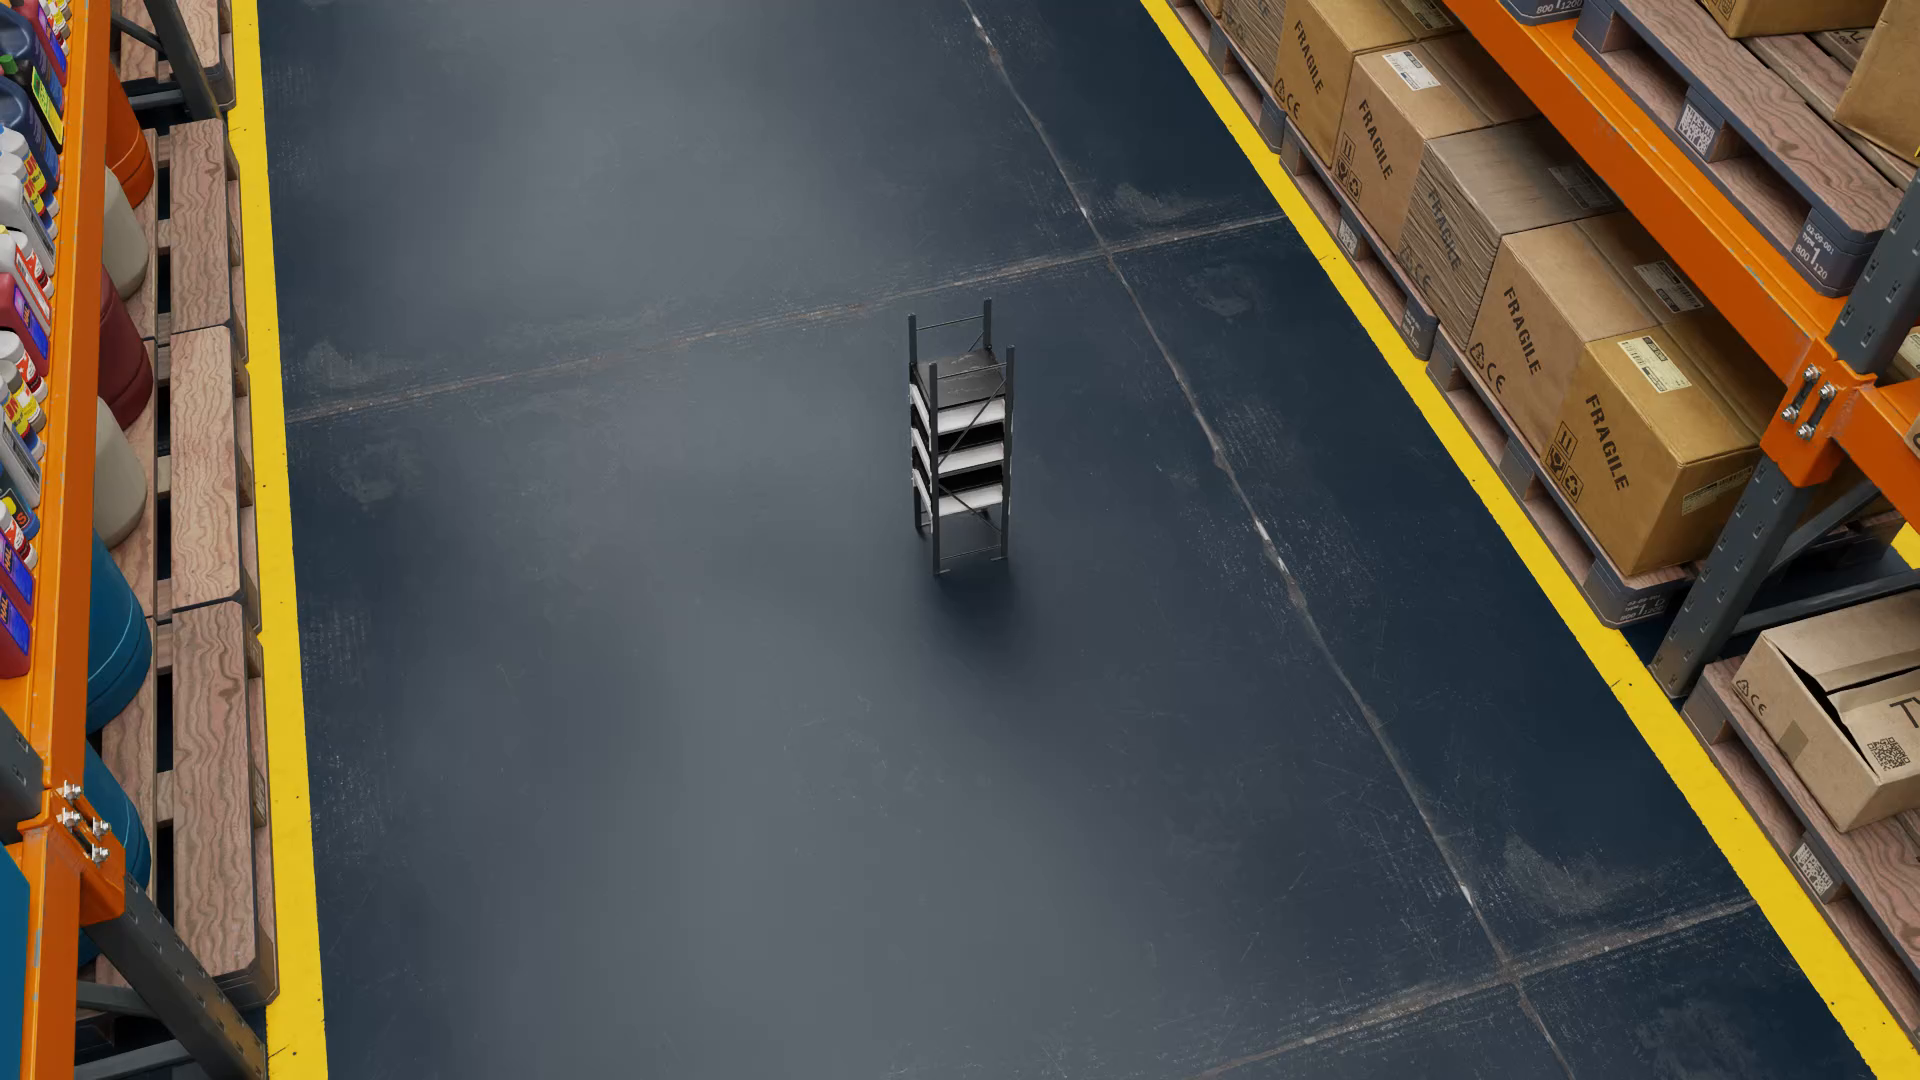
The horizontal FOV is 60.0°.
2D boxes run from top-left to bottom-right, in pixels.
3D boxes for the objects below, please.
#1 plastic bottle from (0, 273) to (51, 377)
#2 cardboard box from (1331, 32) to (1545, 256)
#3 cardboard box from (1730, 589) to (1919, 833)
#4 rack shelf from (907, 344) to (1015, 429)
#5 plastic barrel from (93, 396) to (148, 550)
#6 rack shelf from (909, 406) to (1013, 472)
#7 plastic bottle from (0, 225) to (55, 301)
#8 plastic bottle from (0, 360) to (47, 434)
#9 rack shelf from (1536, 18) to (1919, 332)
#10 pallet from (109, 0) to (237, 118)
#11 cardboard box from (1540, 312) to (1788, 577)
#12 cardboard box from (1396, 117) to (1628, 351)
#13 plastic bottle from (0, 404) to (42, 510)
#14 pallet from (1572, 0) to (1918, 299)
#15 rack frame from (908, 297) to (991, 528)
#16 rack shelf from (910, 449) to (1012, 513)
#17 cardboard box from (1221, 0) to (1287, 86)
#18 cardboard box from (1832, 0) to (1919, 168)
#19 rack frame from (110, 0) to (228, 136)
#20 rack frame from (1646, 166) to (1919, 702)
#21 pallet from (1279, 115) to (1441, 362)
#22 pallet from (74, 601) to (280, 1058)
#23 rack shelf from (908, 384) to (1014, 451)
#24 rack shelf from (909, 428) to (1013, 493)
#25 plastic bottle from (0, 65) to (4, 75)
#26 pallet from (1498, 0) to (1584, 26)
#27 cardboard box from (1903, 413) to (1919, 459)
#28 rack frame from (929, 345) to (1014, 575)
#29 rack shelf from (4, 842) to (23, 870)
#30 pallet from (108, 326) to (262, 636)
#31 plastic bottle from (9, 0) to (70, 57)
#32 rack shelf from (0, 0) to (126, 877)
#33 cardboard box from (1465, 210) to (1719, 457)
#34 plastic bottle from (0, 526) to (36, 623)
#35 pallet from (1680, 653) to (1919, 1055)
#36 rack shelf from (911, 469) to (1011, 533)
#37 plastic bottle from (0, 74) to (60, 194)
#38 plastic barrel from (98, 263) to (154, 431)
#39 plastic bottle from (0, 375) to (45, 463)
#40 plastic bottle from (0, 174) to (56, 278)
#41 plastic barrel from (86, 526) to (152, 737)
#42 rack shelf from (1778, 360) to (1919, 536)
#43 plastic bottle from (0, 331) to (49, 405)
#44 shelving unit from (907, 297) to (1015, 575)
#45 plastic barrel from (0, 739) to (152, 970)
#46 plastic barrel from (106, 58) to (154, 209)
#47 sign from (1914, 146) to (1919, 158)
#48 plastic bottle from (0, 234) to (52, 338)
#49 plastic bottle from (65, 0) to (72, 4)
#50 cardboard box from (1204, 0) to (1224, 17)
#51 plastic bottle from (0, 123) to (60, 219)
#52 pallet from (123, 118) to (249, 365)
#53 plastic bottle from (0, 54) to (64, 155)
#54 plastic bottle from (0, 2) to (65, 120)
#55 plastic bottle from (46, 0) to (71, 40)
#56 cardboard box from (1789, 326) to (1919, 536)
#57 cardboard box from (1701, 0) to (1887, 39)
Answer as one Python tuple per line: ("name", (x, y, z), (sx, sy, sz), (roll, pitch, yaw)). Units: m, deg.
("plastic bottle", (-2.166, -0.512, 3.796), (0.061, 0.283, 0.133), (-13, 51, -11))
("cardboard box", (1.672, -1.385, 5.803), (0.500, 0.500, 0.500), (-15, 51, -12))
("cardboard box", (2.448, 0.427, 4.399), (0.500, 0.311, 0.500), (-13, 51, -11))
("rack shelf", (0.002, -0.437, 4.720), (0.258, 0.077, 0.200), (-13, 51, -11))
("plastic barrel", (-2.638, -0.221, 4.827), (0.421, 0.512, 0.421), (0, 50, 0))
("rack shelf", (0.002, -0.321, 4.858), (0.258, 0.077, 0.200), (-13, 51, -11))
("plastic bottle", (-2.258, -0.664, 3.977), (0.097, 0.201, 0.097), (0, 50, 0))
("plastic bottle", (-2.121, -0.326, 3.693), (0.097, 0.201, 0.097), (0, 50, 0))
("rack shelf", (1.939, -1.945, 5.271), (0.919, 0.124, 3.809), (-13, 51, -11))
("pallet", (-3.578, -2.134, 6.911), (1.003, 0.211, 1.213), (-13, 51, -11))
("cardboard box", (2.111, -0.285, 4.876), (0.500, 0.500, 0.500), (-14, 51, -11))
("cardboard box", (1.824, -1.015, 5.491), (0.500, 0.500, 0.500), (-13, 51, -11))
("plastic bottle", (-2.084, -0.188, 3.528), (0.152, 0.276, 0.135), (-13, 51, -11))
("pallet", (2.398, -1.200, 4.425), (1.003, 0.211, 1.213), (-13, 51, -11))
("rack frame", (-0.028, -0.358, 4.964), (0.240, 0.900, 0.006), (-13, 51, -11))
("rack shelf", (0.002, -0.205, 4.995), (0.258, 0.077, 0.200), (-13, 51, -11))
("cardboard box", (1.369, -2.133, 6.433), (0.500, 0.500, 0.500), (-15, 51, -12))
("cardboard box", (2.604, -1.218, 3.975), (0.700, 0.500, 0.500), (-30, 56, -23))
("rack frame", (-3.386, -2.458, 5.360), (1.000, 3.000, 0.127), (-13, 51, -11))
("rack frame", (2.530, -0.654, 3.839), (1.000, 3.000, 0.127), (-13, 51, -11))
("pallet", (1.889, -1.233, 6.151), (1.003, 0.211, 1.213), (-13, 51, -11))
("pallet", (-2.391, 0.790, 4.446), (1.003, 0.211, 1.213), (-13, 51, -11))
("rack shelf", (0.002, -0.379, 4.789), (0.258, 0.077, 0.200), (-13, 51, -11))
("rack shelf", (0.002, -0.263, 4.926), (0.258, 0.077, 0.200), (-13, 51, -11))
("plastic bottle", (-2.484, -1.140, 4.326), (0.061, 0.283, 0.133), (-13, 51, -11))
("pallet", (1.927, -2.094, 5.179), (1.003, 0.211, 1.213), (-13, 51, -11))
("cardboard box", (2.421, -0.252, 3.435), (0.500, 0.500, 0.500), (-12, 51, -10))
("rack frame", (0.032, -0.210, 4.838), (0.240, 0.900, 0.006), (-13, 51, -11))
("rack shelf", (-1.611, 2.093, 1.866), (0.919, 0.124, 3.809), (-13, 51, -11))
("pallet", (-2.755, -0.103, 5.199), (1.003, 0.211, 1.213), (-13, 51, -11))
("plastic bottle", (-2.572, -1.440, 4.632), (0.097, 0.201, 0.097), (0, 50, 0))
("rack shelf", (-2.794, -0.765, 4.404), (1.077, 0.370, 4.000), (-13, 51, -11))
("cardboard box", (1.972, -0.648, 5.182), (0.500, 0.500, 0.500), (-13, 51, -11))
("plastic bottle", (-1.943, 0.040, 3.331), (0.061, 0.283, 0.133), (-13, 51, -11))
("pallet", (2.732, 0.747, 4.482), (1.003, 0.211, 1.213), (-13, 51, -11))
("rack shelf", (0.002, -0.147, 5.064), (0.258, 0.077, 0.200), (-13, 51, -11))
("plastic bottle", (-2.419, -1.050, 4.206), (0.144, 0.351, 0.185), (-13, 51, -11))
("plastic barrel", (-2.891, -0.638, 5.128), (0.600, 0.588, 0.708), (-13, 51, -11))
("plastic bottle", (-2.092, -0.277, 3.606), (0.097, 0.271, 0.097), (0, 50, 0))
("plastic bottle", (-2.318, -0.766, 4.015), (0.152, 0.276, 0.135), (-13, 51, -11))
("plastic barrel", (-2.557, 0.086, 4.313), (0.600, 0.901, 0.708), (-13, 51, -11))
("rack shelf", (3.122, 1.039, 2.883), (1.077, 0.370, 4.000), (-13, 51, -11))
("plastic bottle", (-2.150, -0.397, 3.753), (0.097, 0.201, 0.097), (0, 50, 0))
("shelving unit", (0.002, -0.284, 4.901), (0.258, 0.900, 0.210), (-13, 51, -11))
("plastic barrel", (-2.347, 0.603, 3.877), (0.600, 0.901, 0.708), (-13, 51, -11))
("plastic barrel", (-3.225, -1.540, 5.731), (0.600, 0.830, 0.708), (-13, 51, -11))
("sign", (2.001, -0.899, 3.288), (0.100, 0.325, 0.005), (-13, 51, -11))
("plastic bottle", (-2.249, -0.597, 3.872), (0.152, 0.276, 0.135), (-13, 51, -11))
("plastic bottle", (-2.658, -1.676, 4.785), (0.097, 0.271, 0.097), (0, 50, 0))
("cardboard box", (1.209, -2.514, 6.755), (0.500, 0.500, 0.500), (-11, 51, -9))
("plastic bottle", (-2.355, -0.927, 4.153), (0.097, 0.271, 0.097), (0, 50, 0))
("pallet", (-3.113, -0.993, 5.949), (1.003, 0.211, 1.213), (-13, 51, -11))
("plastic bottle", (-2.426, -1.154, 4.337), (0.061, 0.283, 0.133), (-13, 51, -11))
("plastic bottle", (-2.513, -1.282, 4.402), (0.144, 0.351, 0.185), (-13, 51, -11))
("plastic bottle", (-2.601, -1.511, 4.692), (0.097, 0.201, 0.097), (0, 50, 0))
("cardboard box", (2.620, -0.398, 4.971), (0.500, 0.500, 0.500), (-15, 52, -13))
("cardboard box", (2.340, -1.706, 4.386), (0.700, 0.500, 0.500), (-6, 50, -5))
